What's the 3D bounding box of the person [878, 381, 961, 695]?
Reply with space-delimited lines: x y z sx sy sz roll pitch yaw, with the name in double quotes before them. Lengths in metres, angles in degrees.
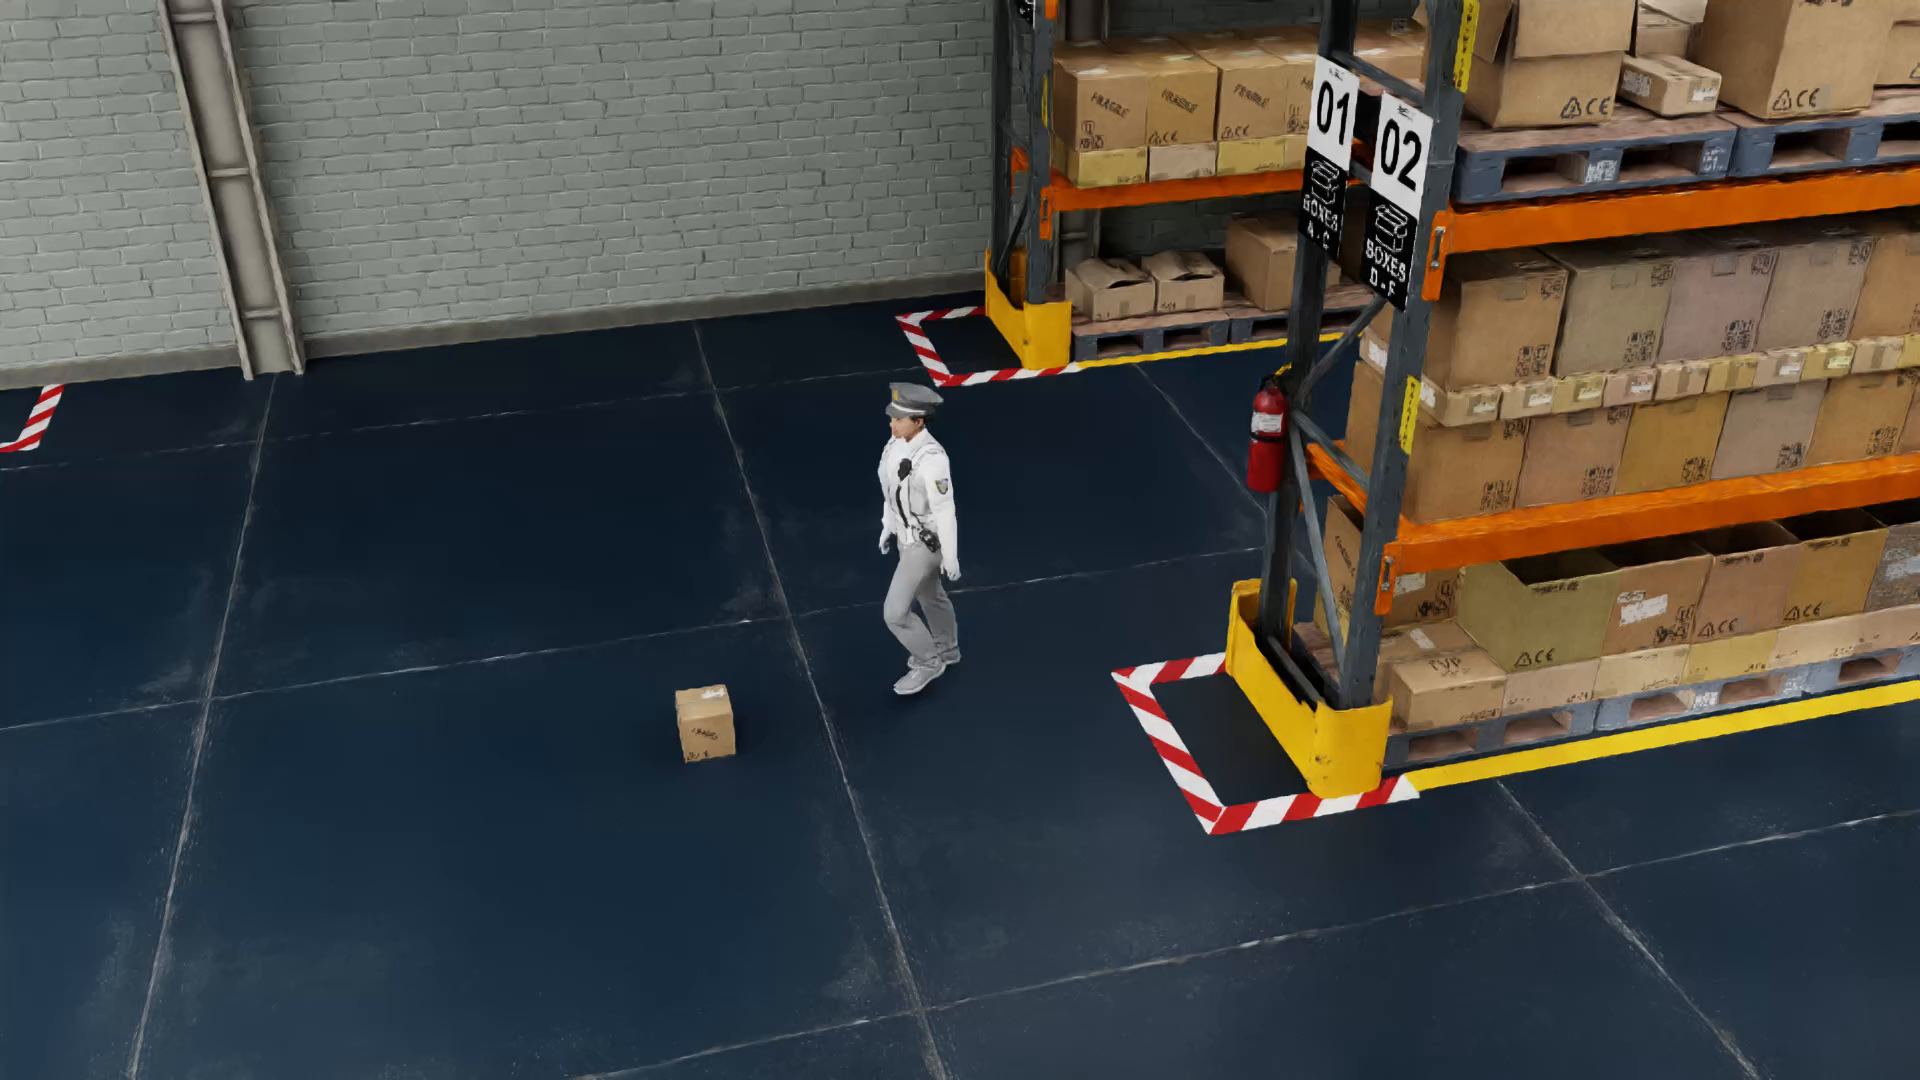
"person" -0.203 -0.013 8.206 0.495 1.672 0.509 -13 33 -20
